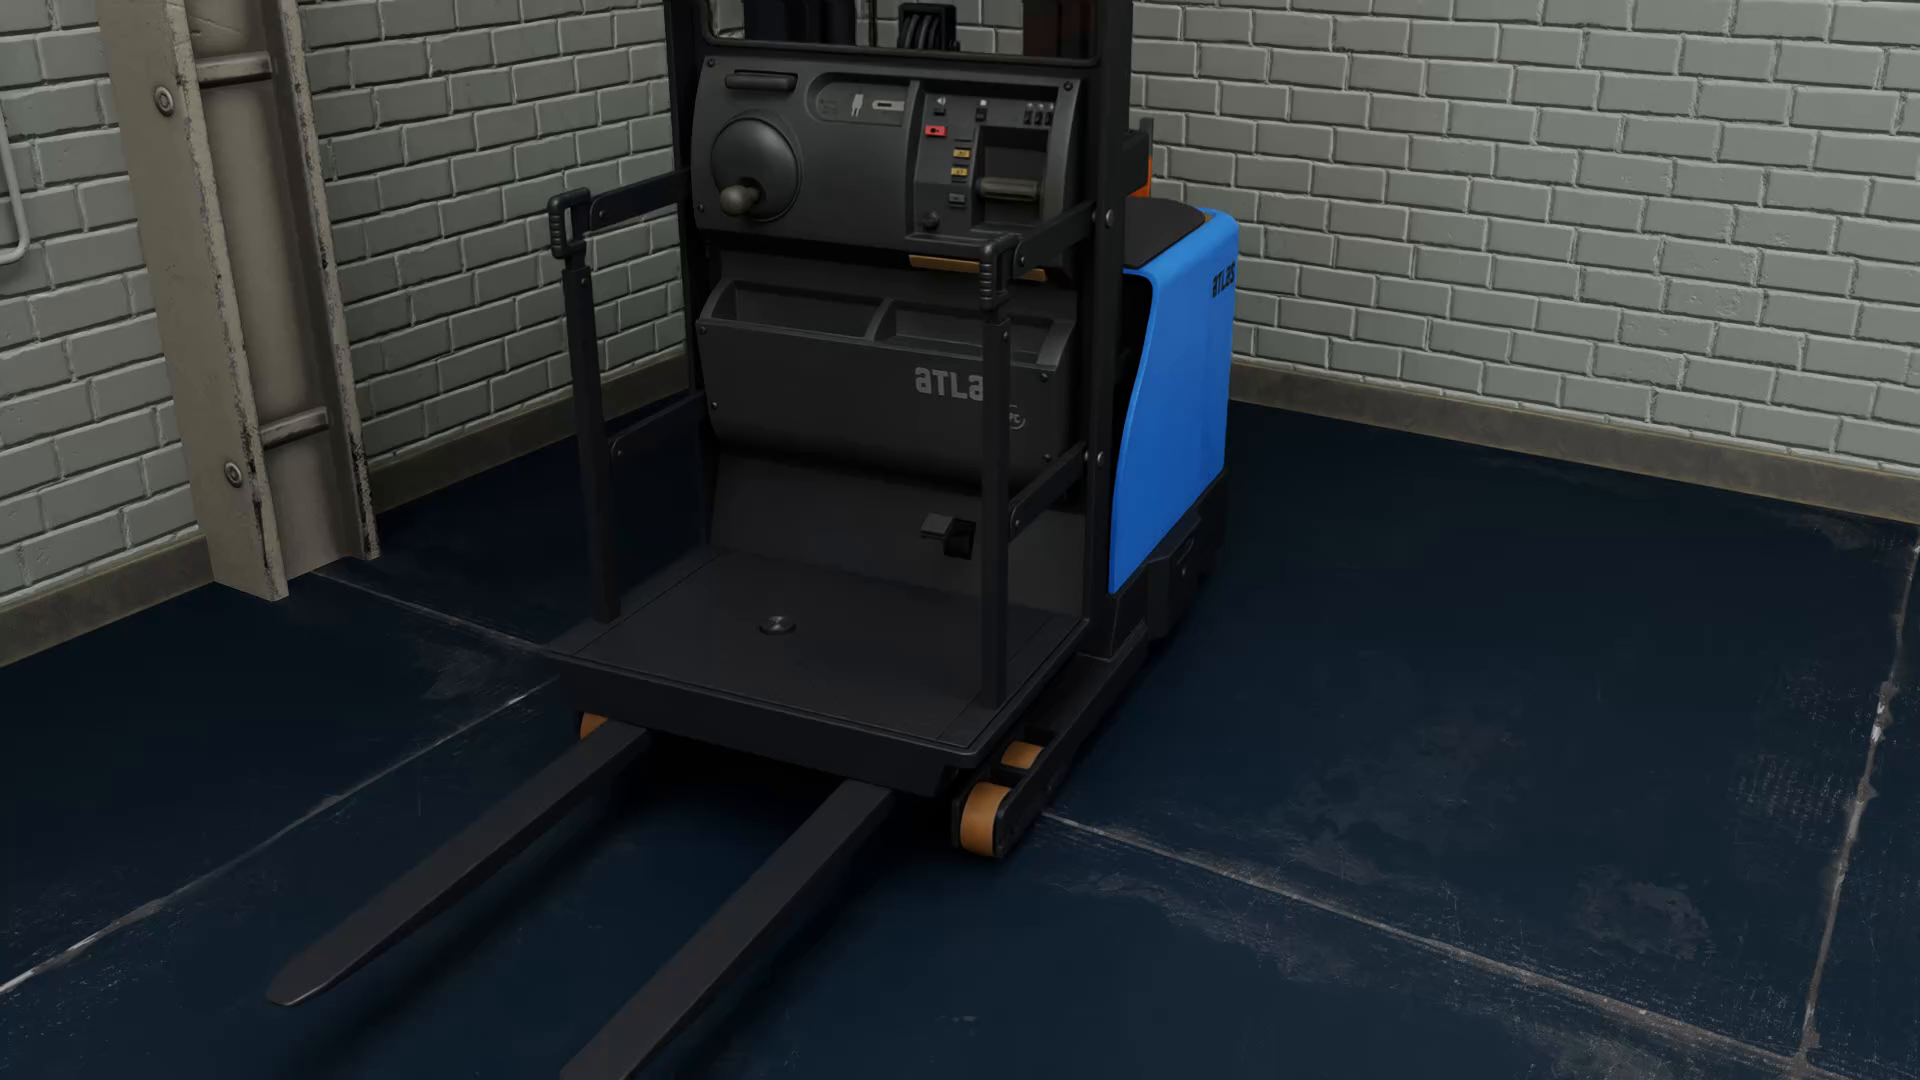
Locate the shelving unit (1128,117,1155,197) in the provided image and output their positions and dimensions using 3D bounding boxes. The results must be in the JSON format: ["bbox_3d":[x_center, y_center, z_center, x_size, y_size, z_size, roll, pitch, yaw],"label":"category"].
[{"bbox_3d":[0.250,-0.815,5.716,0.538,1.125,1.048,9,25,21],"label":"shelving unit"}]

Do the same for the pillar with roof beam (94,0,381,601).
[{"bbox_3d":[1.636,-3.147,1.193,9.100,9.000,0.400,14,27,29],"label":"pillar with roof beam"}]

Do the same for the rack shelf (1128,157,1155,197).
[{"bbox_3d":[0.250,-1.083,5.600,0.538,0.278,1.000,9,25,21],"label":"rack shelf"}]

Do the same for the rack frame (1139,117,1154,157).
[{"bbox_3d":[0.446,-1.001,6.147,0.500,1.125,0.032,9,25,21],"label":"rack frame"}]

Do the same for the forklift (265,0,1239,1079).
[{"bbox_3d":[-0.269,-0.844,3.510,1.130,2.935,3.031,10,25,22],"label":"forklift"}]

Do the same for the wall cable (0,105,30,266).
[{"bbox_3d":[-2.839,-1.301,3.200,0.084,1.984,1.851,14,27,29],"label":"wall cable"}]
